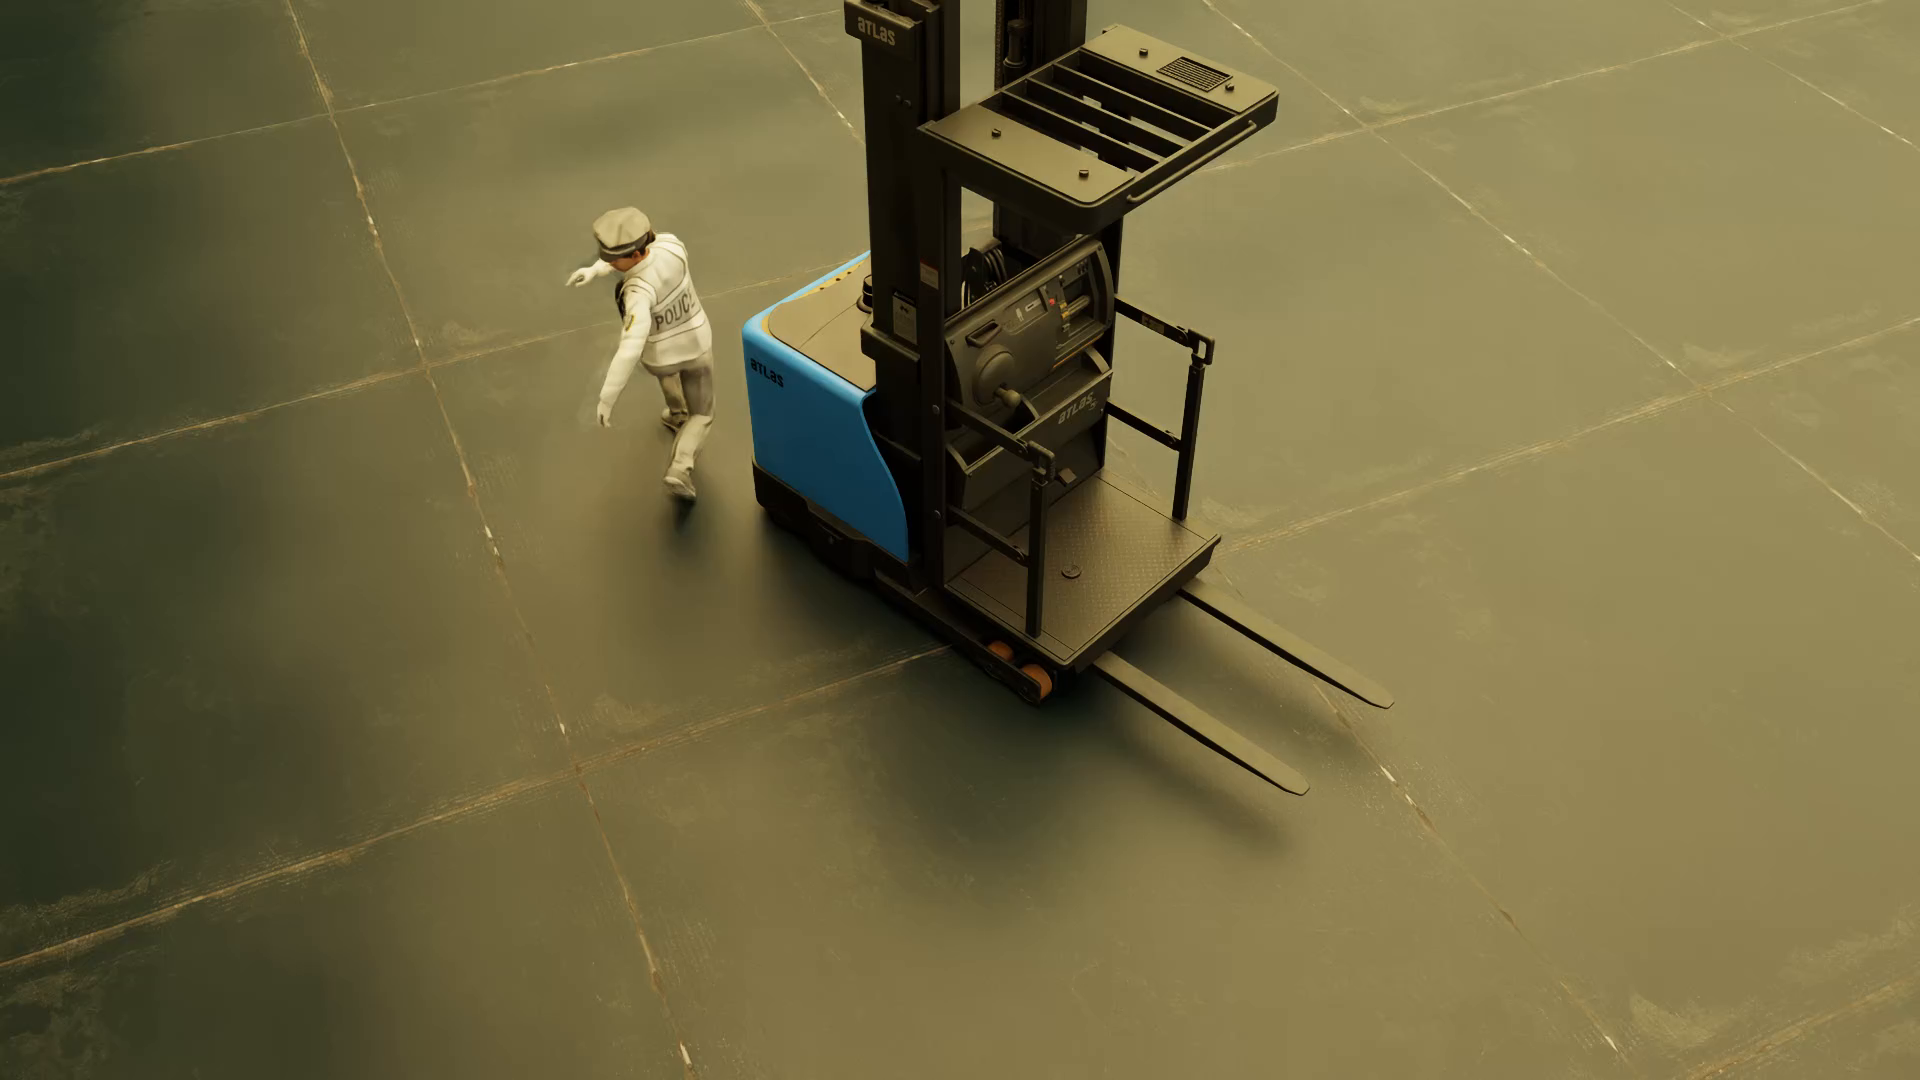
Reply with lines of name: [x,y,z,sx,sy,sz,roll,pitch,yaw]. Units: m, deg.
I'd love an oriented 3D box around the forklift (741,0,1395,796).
forklift: [0.445,-0.788,6.525,3.031,2.935,1.130,32,52,30]

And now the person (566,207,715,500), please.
person: [-1.458,-0.877,7.774,0.631,1.438,0.903,-14,45,-15]
